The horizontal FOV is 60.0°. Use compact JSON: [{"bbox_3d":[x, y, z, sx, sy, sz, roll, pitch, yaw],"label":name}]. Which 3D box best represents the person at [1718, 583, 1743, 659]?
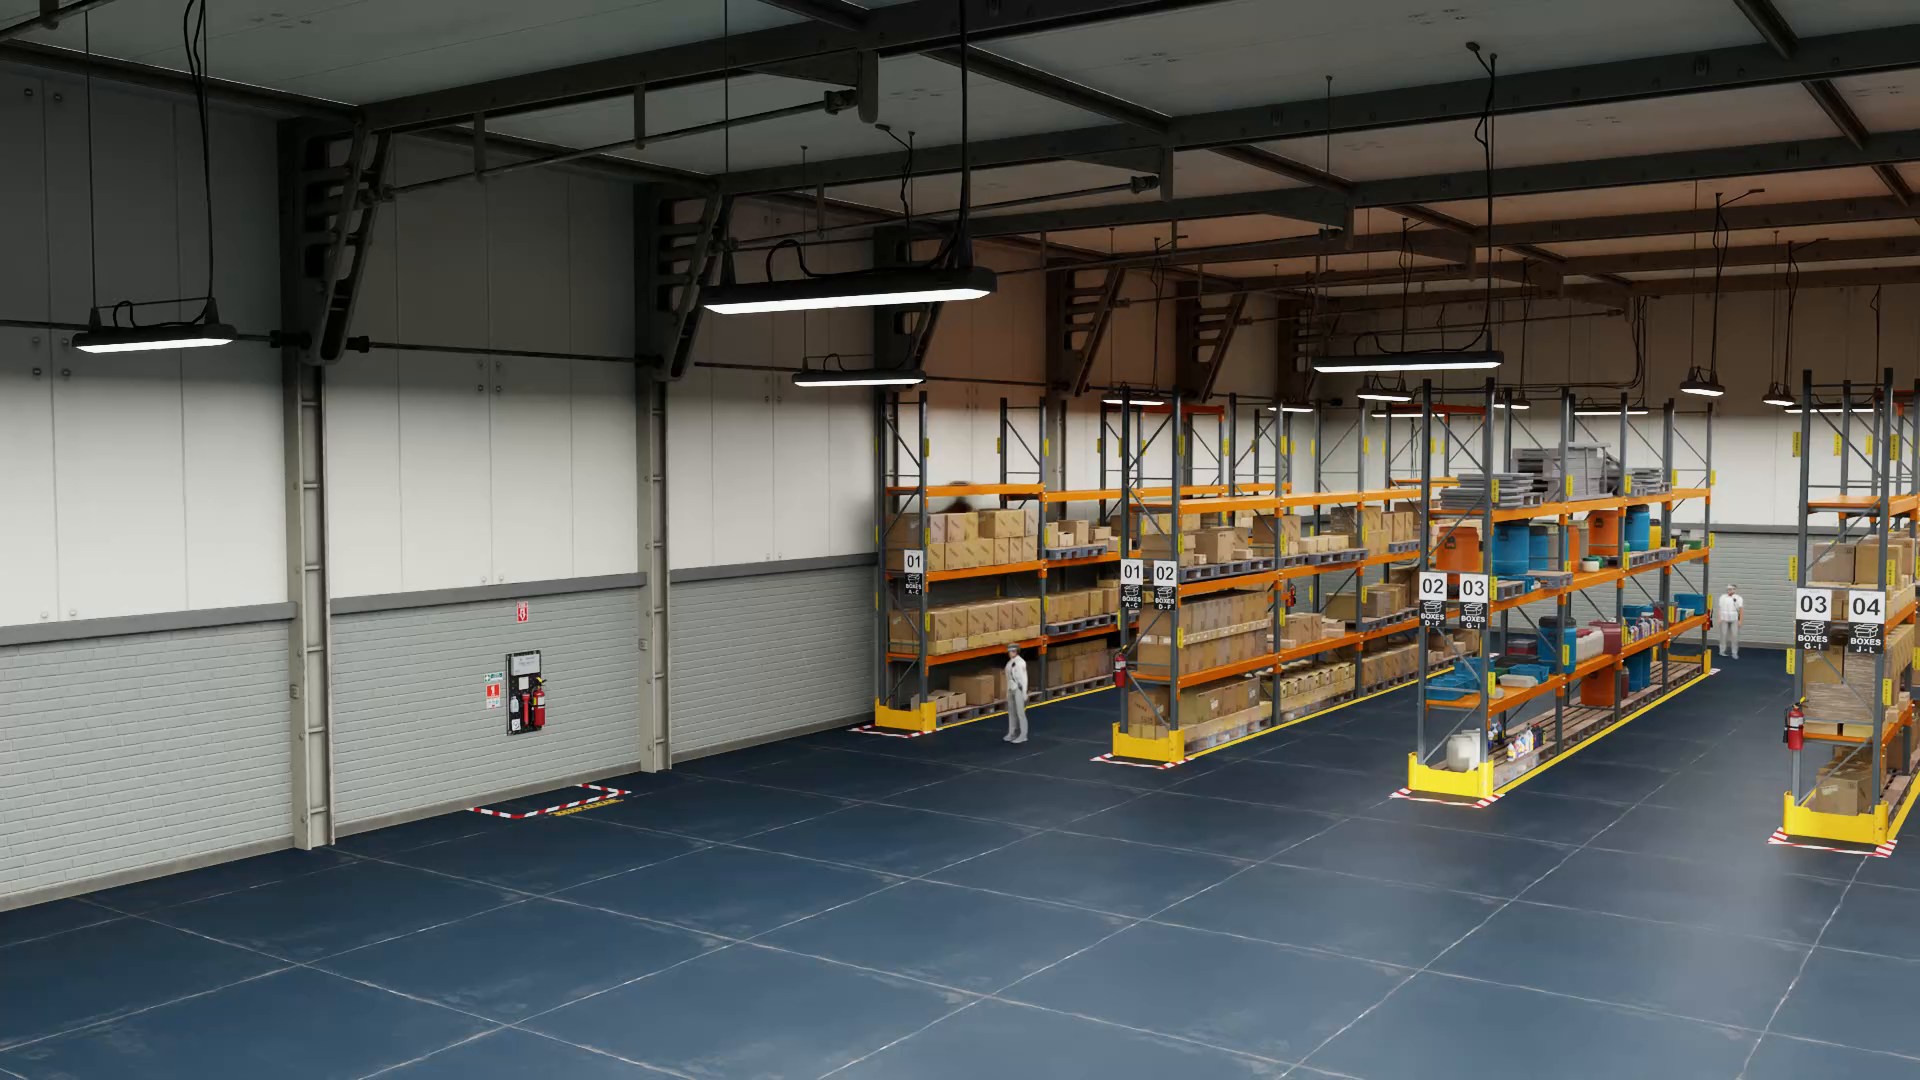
[{"bbox_3d":[18.418,1.929,39.747,0.550,1.777,0.525,1,3,19],"label":"person"}]

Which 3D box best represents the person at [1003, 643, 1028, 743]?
[{"bbox_3d":[0.951,2.593,28.366,0.372,1.666,0.562,-2,4,-28],"label":"person"}]
